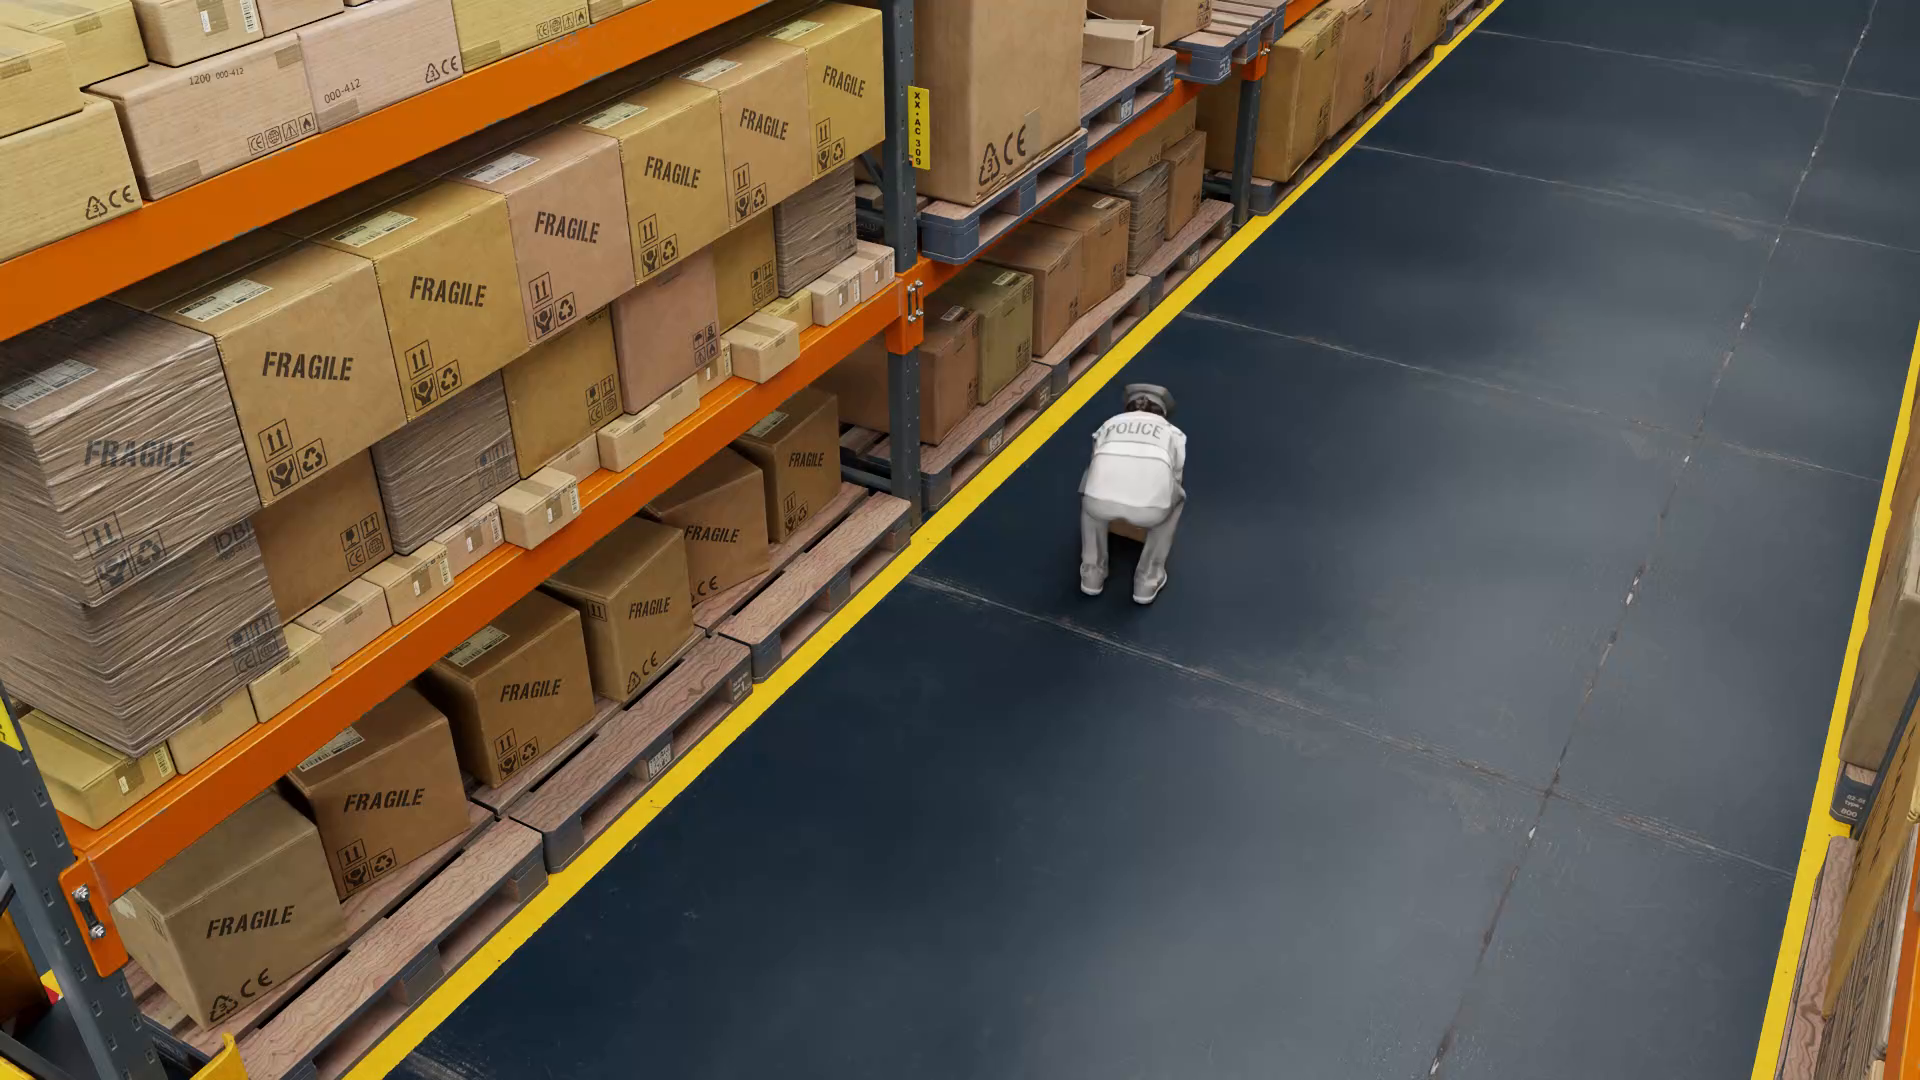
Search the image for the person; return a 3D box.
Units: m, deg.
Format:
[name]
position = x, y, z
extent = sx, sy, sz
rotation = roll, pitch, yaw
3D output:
[person]
position = 0.754, -0.201, 7.258
extent = 0.462, 0.770, 0.912
rotation = 8, 35, 12
